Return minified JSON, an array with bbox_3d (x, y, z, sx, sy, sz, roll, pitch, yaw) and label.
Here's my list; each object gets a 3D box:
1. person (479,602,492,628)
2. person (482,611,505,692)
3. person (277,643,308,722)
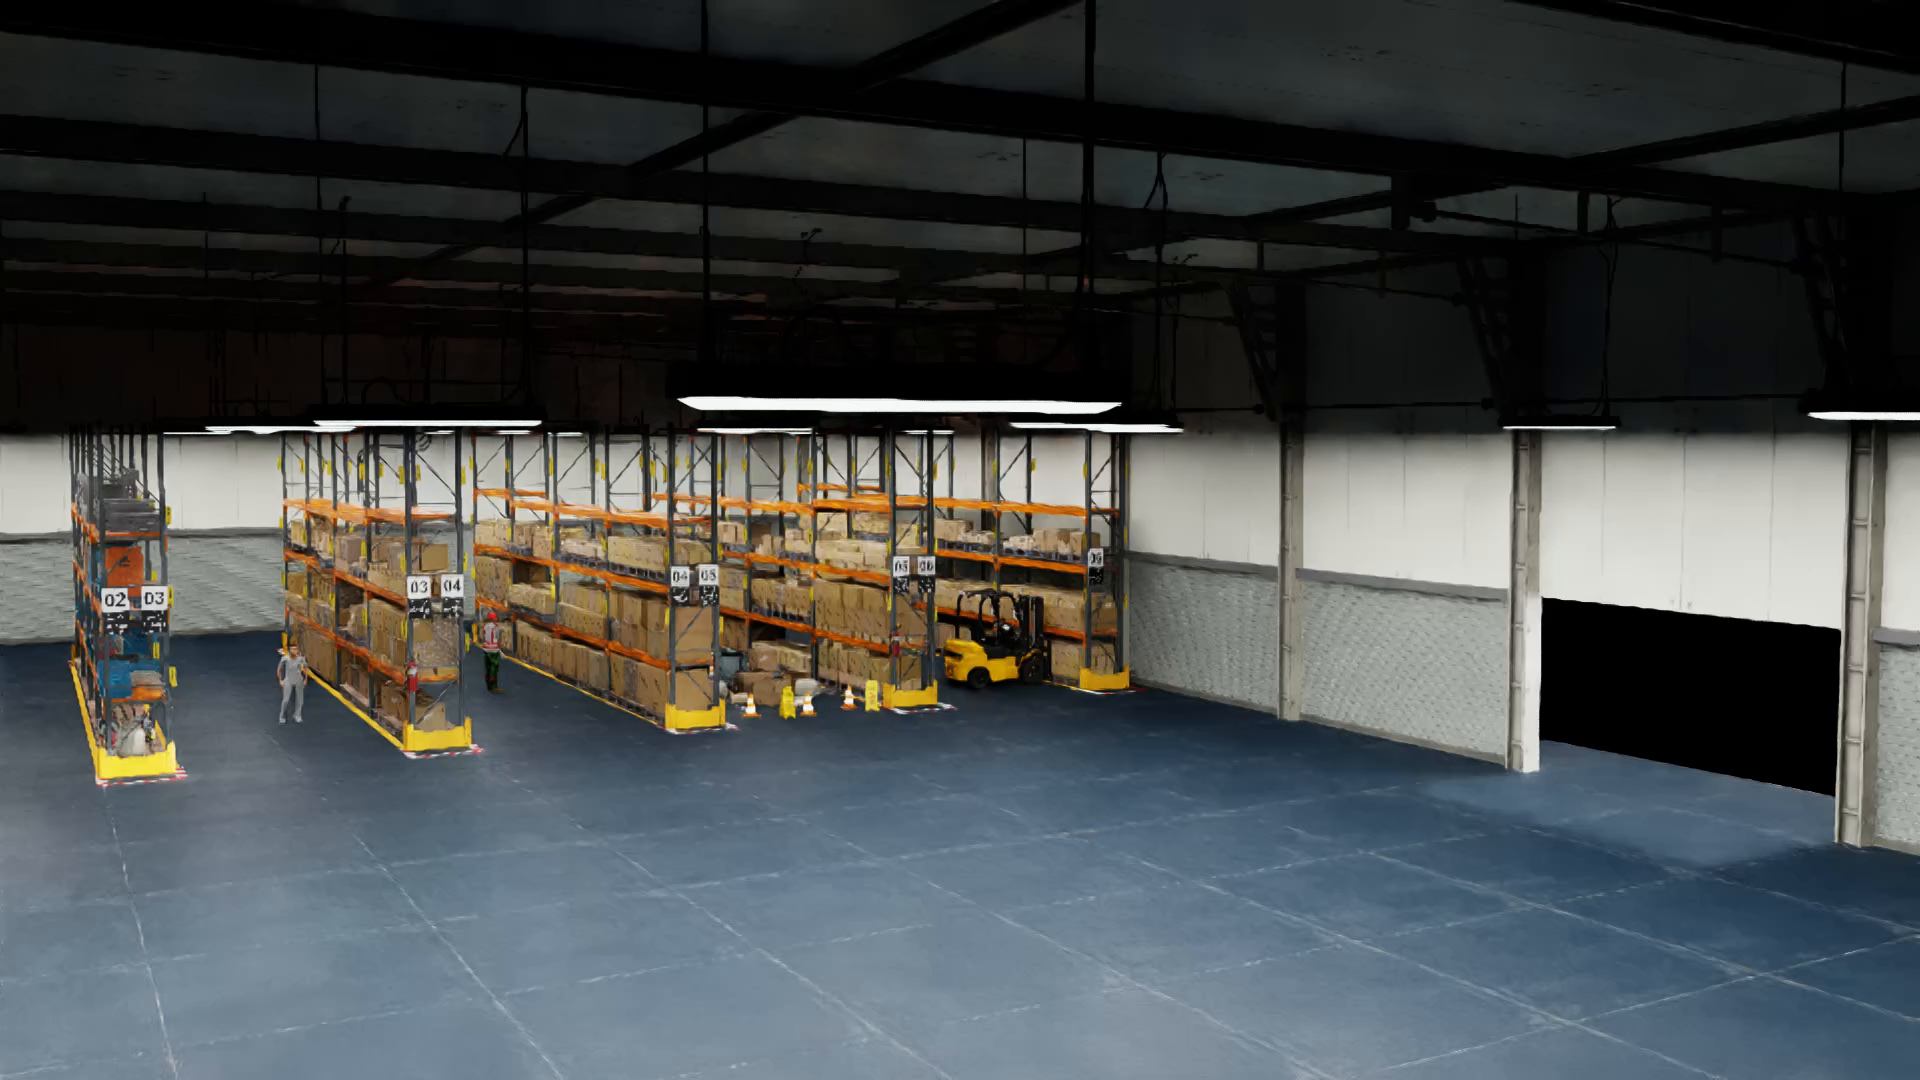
[{"bbox_3d":[-13.825,1.914,48.329,0.515,1.662,0.545,0,4,7],"label":"person"},{"bbox_3d":[-10.479,2.497,37.400,0.629,1.794,0.461,2,4,32],"label":"person"},{"bbox_3d":[-13.397,2.858,33.380,0.580,1.618,0.507,-2,4,-31],"label":"person"}]
